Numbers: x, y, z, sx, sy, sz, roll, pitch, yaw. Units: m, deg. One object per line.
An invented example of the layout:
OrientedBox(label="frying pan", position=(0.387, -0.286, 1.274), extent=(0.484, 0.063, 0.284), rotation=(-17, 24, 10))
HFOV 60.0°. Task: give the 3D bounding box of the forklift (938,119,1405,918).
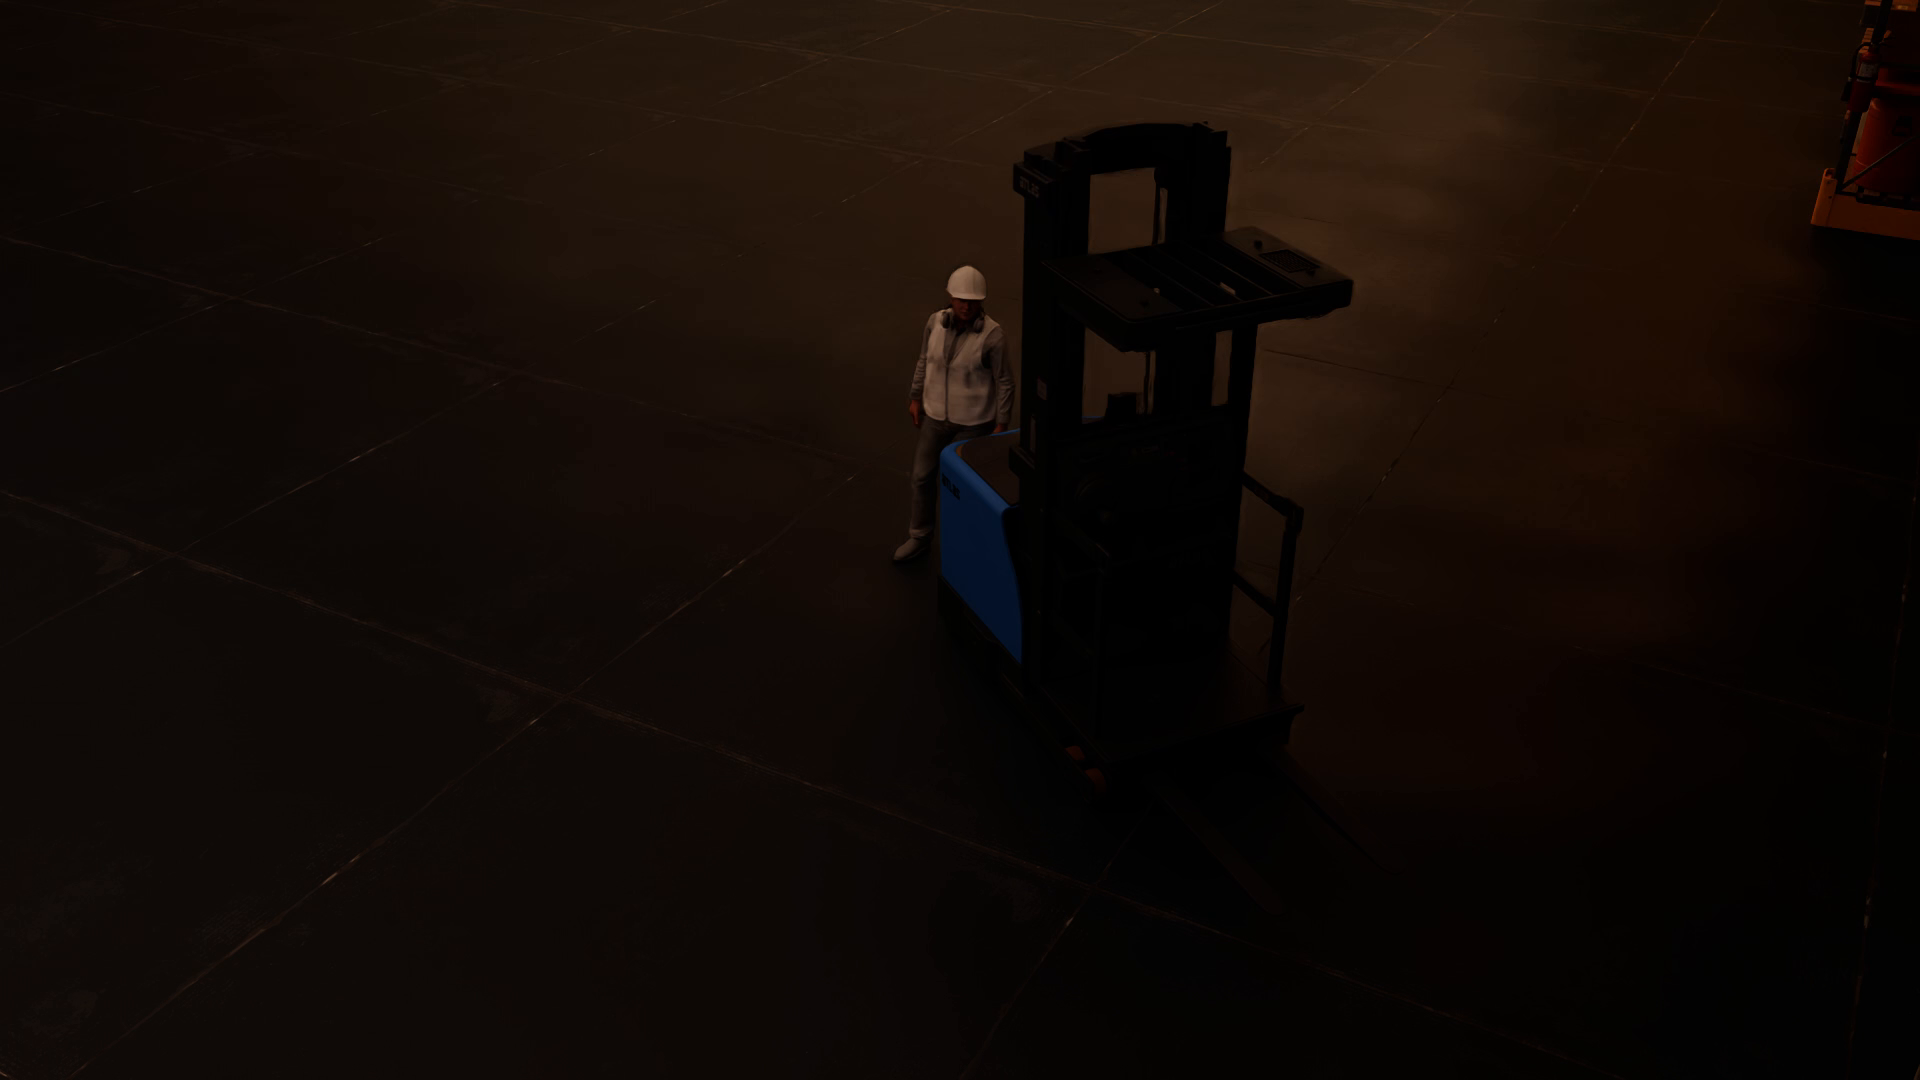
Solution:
OrientedBox(label="forklift", position=(0.960, -0.276, 7.550), extent=(1.130, 2.935, 3.031), rotation=(-13, 33, -22))

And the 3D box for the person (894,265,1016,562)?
OrientedBox(label="person", position=(-0.022, -0.682, 9.427), extent=(0.669, 1.771, 0.542), rotation=(14, 33, 22))
